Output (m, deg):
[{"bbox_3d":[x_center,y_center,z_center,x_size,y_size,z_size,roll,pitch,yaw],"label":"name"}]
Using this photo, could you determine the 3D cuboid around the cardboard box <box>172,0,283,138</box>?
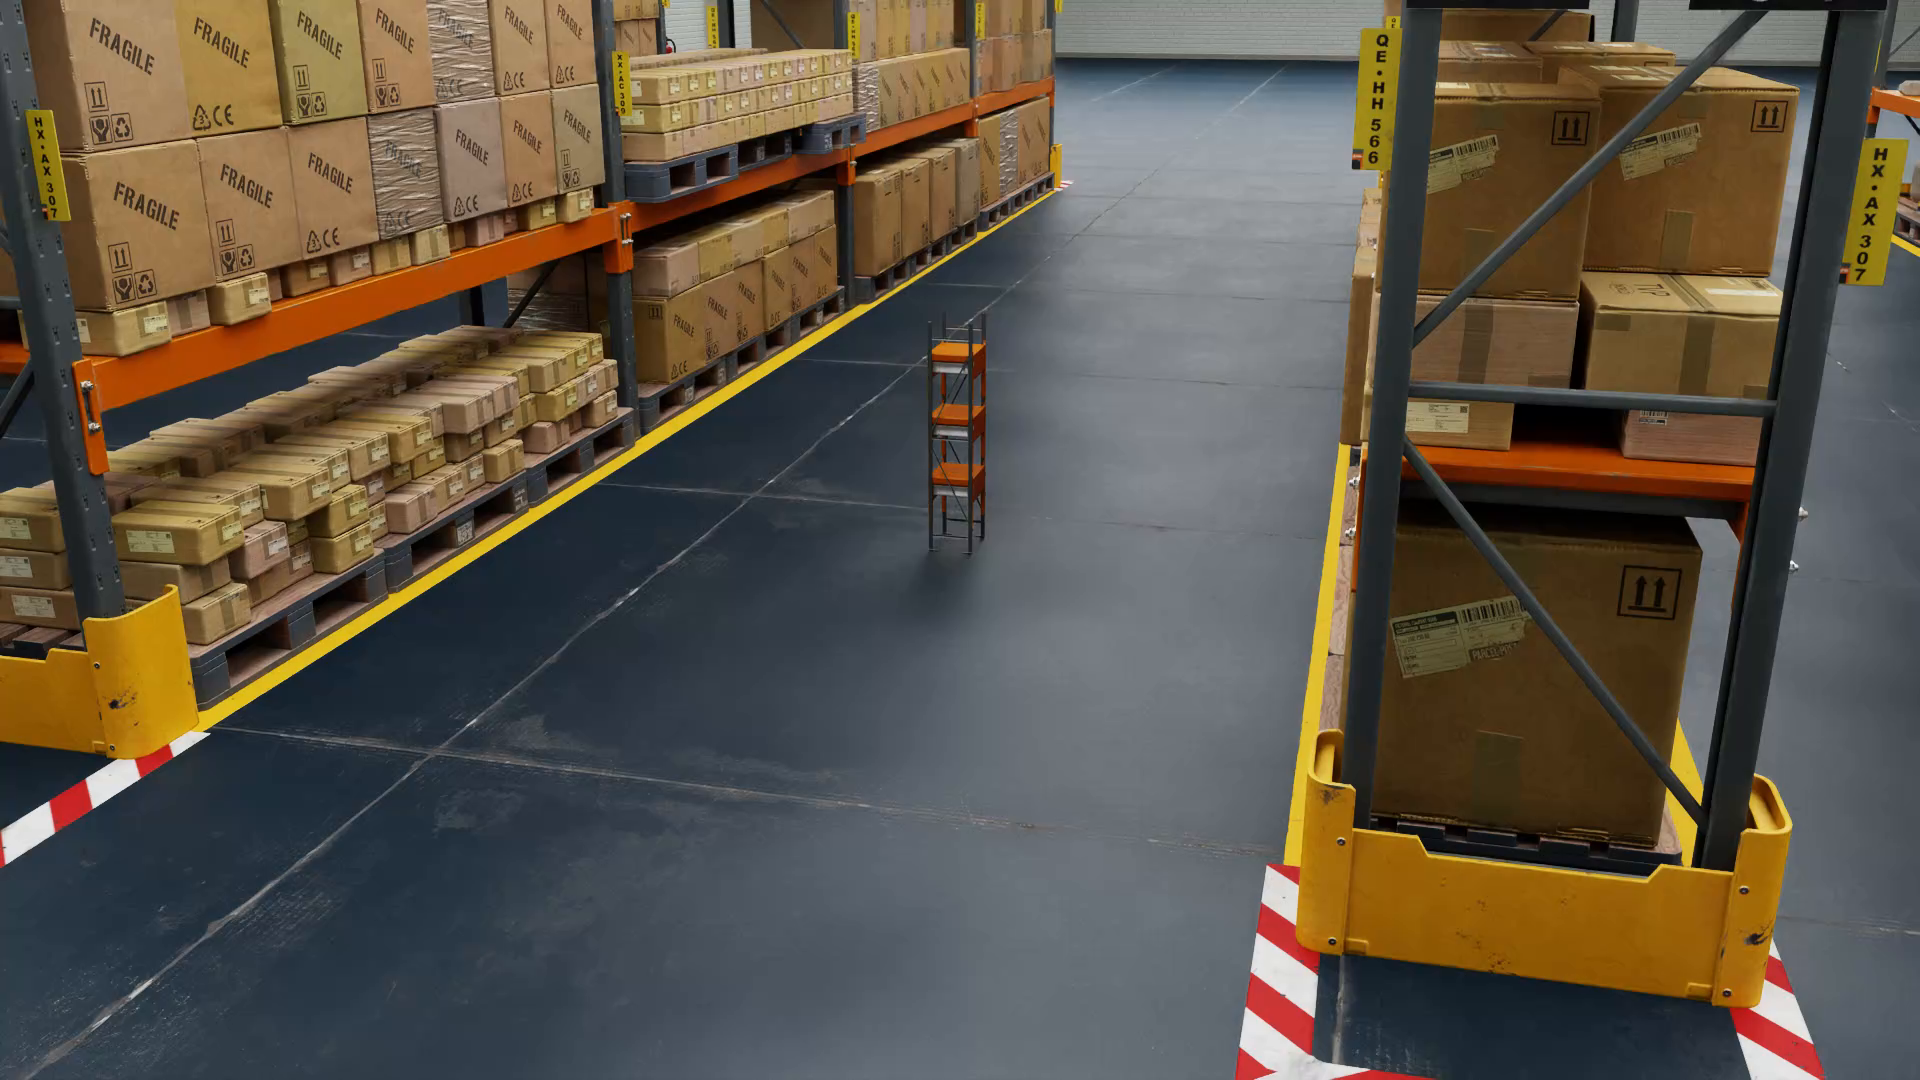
[{"bbox_3d":[-2.787,-1.698,5.856,0.500,0.500,0.500,5,20,15],"label":"cardboard box"}]

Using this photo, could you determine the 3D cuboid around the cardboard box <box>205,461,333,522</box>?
[{"bbox_3d":[-2.678,-0.191,6.448,0.380,0.149,0.250,5,19,13],"label":"cardboard box"}]

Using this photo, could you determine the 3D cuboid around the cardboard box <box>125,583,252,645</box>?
[{"bbox_3d":[-2.833,0.253,6.066,0.380,0.149,0.250,5,20,14],"label":"cardboard box"}]

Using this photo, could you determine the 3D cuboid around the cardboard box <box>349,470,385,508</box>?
[{"bbox_3d":[-2.658,-0.220,6.992,0.380,0.149,0.250,4,19,11],"label":"cardboard box"}]

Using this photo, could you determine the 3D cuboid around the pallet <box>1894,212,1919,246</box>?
[{"bbox_3d":[9.749,-2.976,16.074,1.003,0.211,1.213,5,19,13],"label":"pallet"}]

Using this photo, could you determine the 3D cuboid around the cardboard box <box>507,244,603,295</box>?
[{"bbox_3d":[-2.357,-1.636,9.894,0.500,0.250,0.500,4,19,12],"label":"cardboard box"}]

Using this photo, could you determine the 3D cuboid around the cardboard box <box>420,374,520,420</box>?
[{"bbox_3d":[-2.322,-0.682,7.884,0.380,0.149,0.250,4,19,11],"label":"cardboard box"}]

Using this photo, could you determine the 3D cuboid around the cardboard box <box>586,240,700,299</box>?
[{"bbox_3d":[-1.858,-1.593,9.769,0.500,0.250,0.500,4,19,11],"label":"cardboard box"}]

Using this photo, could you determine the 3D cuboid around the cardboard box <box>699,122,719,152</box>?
[{"bbox_3d":[-1.625,-2.344,9.649,0.380,0.149,0.250,5,19,14],"label":"cardboard box"}]

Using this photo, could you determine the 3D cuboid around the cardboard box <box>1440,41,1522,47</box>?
[{"bbox_3d":[2.126,-1.883,7.172,0.500,0.500,0.500,5,19,13],"label":"cardboard box"}]

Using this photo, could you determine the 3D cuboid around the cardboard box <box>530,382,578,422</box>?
[{"bbox_3d":[-2.165,-0.707,8.418,0.380,0.149,0.250,4,19,11],"label":"cardboard box"}]

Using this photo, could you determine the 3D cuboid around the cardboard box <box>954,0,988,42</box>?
[{"bbox_3d":[-0.216,-5.214,16.410,0.875,0.550,0.550,5,19,13],"label":"cardboard box"}]

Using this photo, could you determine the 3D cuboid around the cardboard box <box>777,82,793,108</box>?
[{"bbox_3d":[-1.309,-2.891,10.790,0.380,0.149,0.250,5,20,15],"label":"cardboard box"}]

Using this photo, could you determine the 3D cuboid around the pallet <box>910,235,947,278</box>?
[{"bbox_3d":[-0.751,-2.568,14.881,1.003,0.211,1.213,5,19,13],"label":"pallet"}]

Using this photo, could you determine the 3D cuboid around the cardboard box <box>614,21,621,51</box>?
[{"bbox_3d":[-4.305,-5.815,19.458,0.500,0.500,0.500,5,19,13],"label":"cardboard box"}]

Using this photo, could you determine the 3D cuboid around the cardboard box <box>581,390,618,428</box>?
[{"bbox_3d":[-2.060,-0.712,8.891,0.380,0.149,0.250,5,19,14],"label":"cardboard box"}]

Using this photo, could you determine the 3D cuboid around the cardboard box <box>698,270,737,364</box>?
[{"bbox_3d":[-1.729,-1.404,10.376,0.500,0.500,0.500,6,20,16],"label":"cardboard box"}]

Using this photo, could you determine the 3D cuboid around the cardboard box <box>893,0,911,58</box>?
[{"bbox_3d":[-0.828,-4.406,14.244,0.700,0.500,0.500,4,19,13],"label":"cardboard box"}]

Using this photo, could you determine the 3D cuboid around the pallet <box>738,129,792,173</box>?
[{"bbox_3d":[-1.761,-2.551,10.813,1.003,0.211,1.213,5,19,13],"label":"pallet"}]

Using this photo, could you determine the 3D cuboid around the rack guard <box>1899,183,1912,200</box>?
[{"bbox_3d":[10.252,-3.748,17.888,1.175,0.500,0.348,5,19,13],"label":"rack guard"}]

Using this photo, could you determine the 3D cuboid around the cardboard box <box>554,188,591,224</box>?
[{"bbox_3d":[-2.094,-1.696,8.400,0.380,0.149,0.250,4,19,12],"label":"cardboard box"}]

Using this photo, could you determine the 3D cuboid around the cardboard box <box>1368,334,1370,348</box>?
[{"bbox_3d":[1.468,-0.592,5.170,0.380,0.149,0.250,5,19,14],"label":"cardboard box"}]

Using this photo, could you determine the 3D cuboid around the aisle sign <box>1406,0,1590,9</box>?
[{"bbox_3d":[1.205,-1.566,3.610,0.394,0.787,0.004,5,19,13],"label":"aisle sign"}]

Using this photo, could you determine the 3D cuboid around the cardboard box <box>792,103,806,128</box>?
[{"bbox_3d":[-1.245,-2.834,11.083,0.380,0.149,0.250,4,19,11],"label":"cardboard box"}]

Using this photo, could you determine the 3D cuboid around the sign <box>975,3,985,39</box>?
[{"bbox_3d":[0.189,-4.990,15.987,0.100,0.325,0.005,5,19,13],"label":"sign"}]

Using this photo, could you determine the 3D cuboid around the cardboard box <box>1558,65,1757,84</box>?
[{"bbox_3d":[2.135,-1.208,5.196,0.500,0.500,0.500,4,19,12],"label":"cardboard box"}]

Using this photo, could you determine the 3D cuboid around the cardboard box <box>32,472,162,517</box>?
[{"bbox_3d":[-3.271,-0.150,6.325,0.380,0.149,0.250,5,19,14],"label":"cardboard box"}]

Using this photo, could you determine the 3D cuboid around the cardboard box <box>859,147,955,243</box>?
[{"bbox_3d":[-0.643,-3.150,15.099,1.050,0.750,0.750,5,19,13],"label":"cardboard box"}]

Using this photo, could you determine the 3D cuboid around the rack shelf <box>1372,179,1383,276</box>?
[{"bbox_3d":[2.979,-1.875,9.649,1.077,0.370,4.000,5,19,13],"label":"rack shelf"}]

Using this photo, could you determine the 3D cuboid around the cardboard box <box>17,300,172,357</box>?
[{"bbox_3d":[-2.875,-0.715,5.529,0.380,0.149,0.250,4,19,13],"label":"cardboard box"}]

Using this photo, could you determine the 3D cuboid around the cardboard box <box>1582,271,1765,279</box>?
[{"bbox_3d":[2.013,-0.697,4.860,0.500,0.250,0.500,4,19,13],"label":"cardboard box"}]

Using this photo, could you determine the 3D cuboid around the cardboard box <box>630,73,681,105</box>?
[{"bbox_3d":[-1.752,-2.460,9.069,0.380,0.149,0.250,6,20,16],"label":"cardboard box"}]

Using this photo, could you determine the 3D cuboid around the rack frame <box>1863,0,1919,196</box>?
[{"bbox_3d":[10.225,-4.959,17.564,1.000,3.000,0.127,5,19,13],"label":"rack frame"}]

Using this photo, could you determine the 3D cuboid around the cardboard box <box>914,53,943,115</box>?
[{"bbox_3d":[-0.455,-4.065,14.794,0.500,0.500,0.500,5,19,14],"label":"cardboard box"}]

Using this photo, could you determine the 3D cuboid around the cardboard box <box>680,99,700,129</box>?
[{"bbox_3d":[-1.691,-2.401,9.355,0.380,0.149,0.250,4,19,12],"label":"cardboard box"}]

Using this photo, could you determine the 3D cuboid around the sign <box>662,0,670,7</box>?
[{"bbox_3d":[-3.654,-6.780,20.616,0.100,0.325,0.005,5,19,13],"label":"sign"}]

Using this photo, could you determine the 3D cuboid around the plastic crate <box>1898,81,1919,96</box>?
[{"bbox_3d":[9.695,-4.579,16.860,0.298,0.136,0.250,5,19,13],"label":"plastic crate"}]

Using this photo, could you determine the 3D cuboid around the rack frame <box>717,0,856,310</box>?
[{"bbox_3d":[-1.317,-3.266,12.608,1.000,3.000,0.127,5,19,13],"label":"rack frame"}]

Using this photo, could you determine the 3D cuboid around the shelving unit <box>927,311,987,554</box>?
[{"bbox_3d":[-0.013,-0.480,7.469,0.215,1.050,0.252,5,19,13],"label":"shelving unit"}]

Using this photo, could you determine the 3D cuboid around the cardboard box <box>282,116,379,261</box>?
[{"bbox_3d":[-2.656,-1.387,6.494,0.500,0.500,0.500,5,19,14],"label":"cardboard box"}]

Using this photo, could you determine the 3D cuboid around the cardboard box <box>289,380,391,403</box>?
[{"bbox_3d":[-2.888,-0.638,7.755,0.380,0.149,0.250,4,19,11],"label":"cardboard box"}]

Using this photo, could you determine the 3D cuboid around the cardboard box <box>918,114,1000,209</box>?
[{"bbox_3d":[-0.118,-3.904,17.115,0.875,0.875,0.875,5,19,14],"label":"cardboard box"}]

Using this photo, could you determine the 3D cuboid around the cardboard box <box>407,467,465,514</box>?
[{"bbox_3d":[-2.468,-0.233,7.489,0.380,0.149,0.250,5,19,13],"label":"cardboard box"}]

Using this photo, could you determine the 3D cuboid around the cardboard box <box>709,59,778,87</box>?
[{"bbox_3d":[-1.375,-2.951,10.504,0.380,0.149,0.250,5,20,15],"label":"cardboard box"}]

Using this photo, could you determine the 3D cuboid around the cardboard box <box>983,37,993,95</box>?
[{"bbox_3d":[-0.149,-4.881,17.105,0.875,0.550,0.550,5,19,13],"label":"cardboard box"}]

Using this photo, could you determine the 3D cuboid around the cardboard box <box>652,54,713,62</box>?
[{"bbox_3d":[-1.875,-3.169,11.142,0.380,0.149,0.250,6,20,16],"label":"cardboard box"}]

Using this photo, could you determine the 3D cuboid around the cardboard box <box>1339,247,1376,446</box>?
[{"bbox_3d":[2.628,-0.984,8.565,1.225,0.875,0.875,5,19,14],"label":"cardboard box"}]

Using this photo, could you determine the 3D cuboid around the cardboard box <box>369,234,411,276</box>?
[{"bbox_3d":[-2.543,-1.208,6.972,0.380,0.149,0.250,5,20,15],"label":"cardboard box"}]

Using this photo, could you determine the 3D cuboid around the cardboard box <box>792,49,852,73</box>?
[{"bbox_3d":[-0.992,-3.437,11.929,0.380,0.149,0.250,4,19,11],"label":"cardboard box"}]
